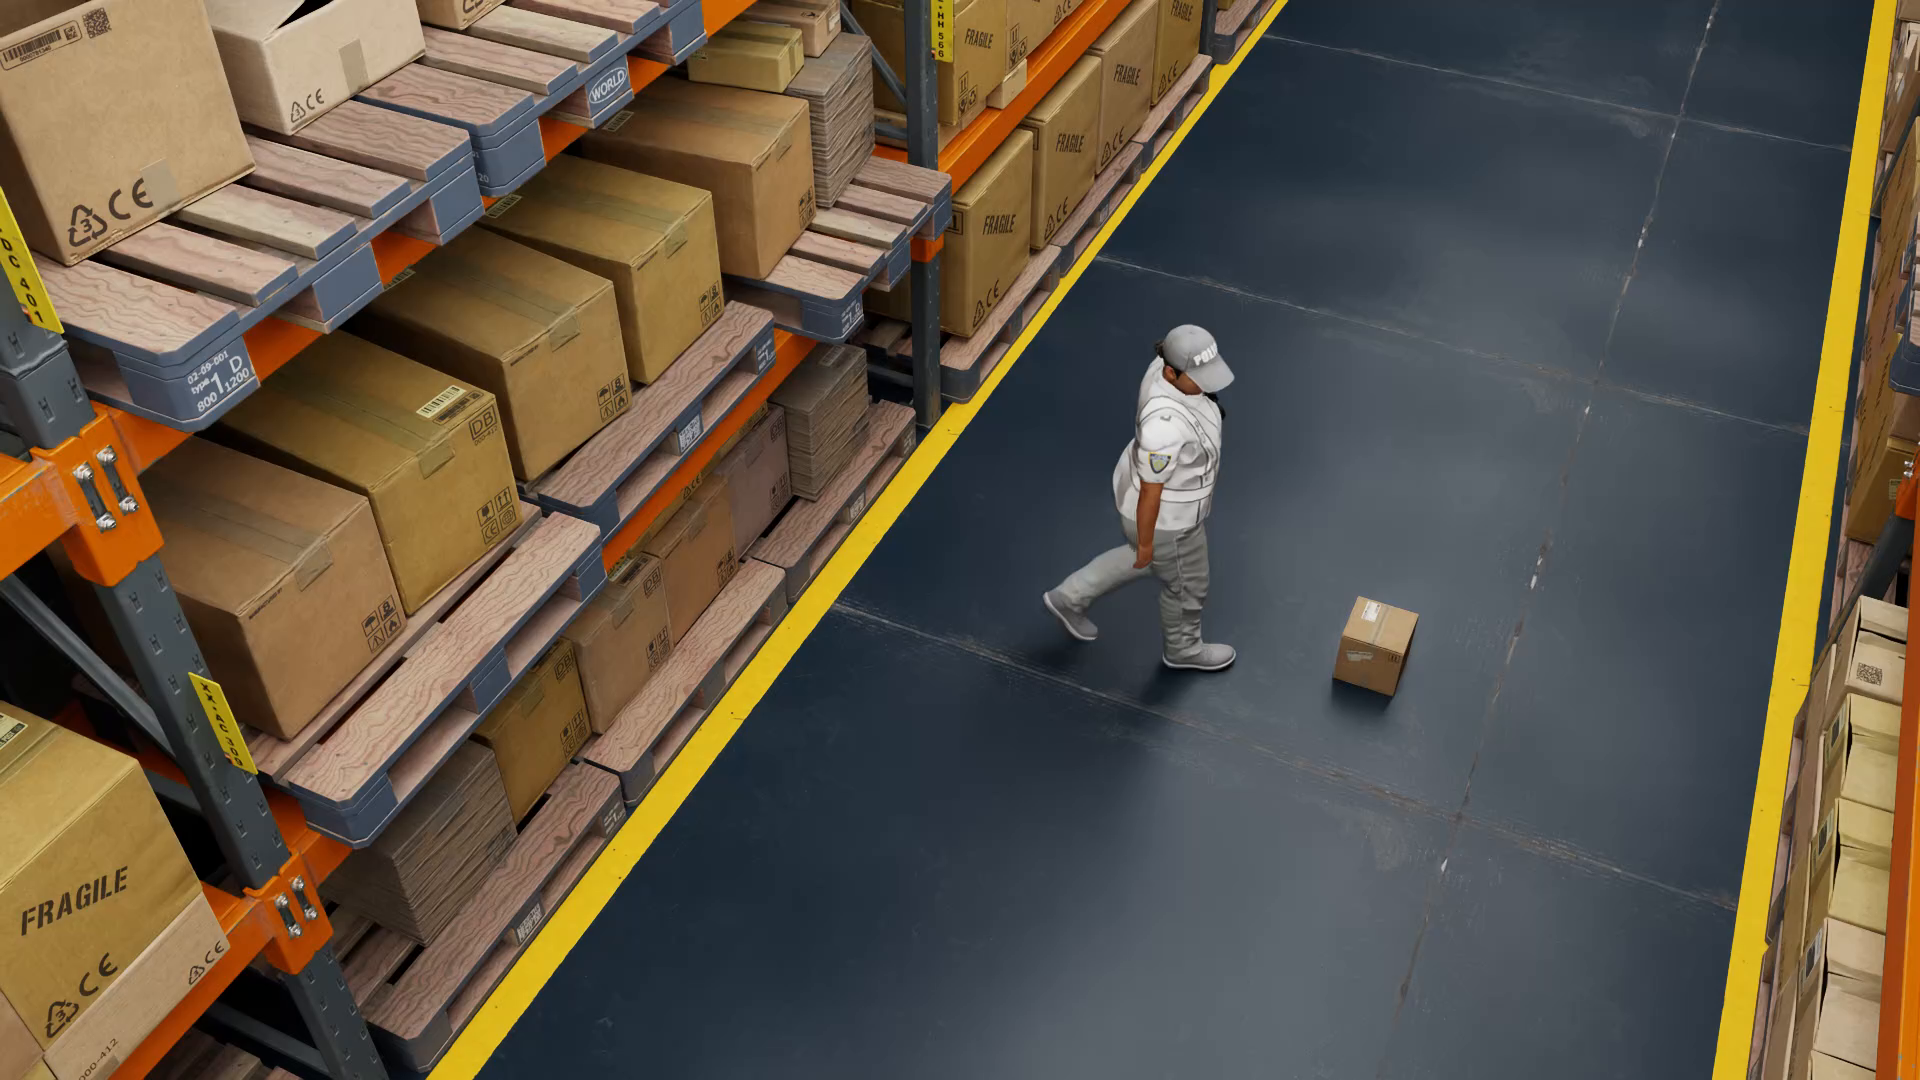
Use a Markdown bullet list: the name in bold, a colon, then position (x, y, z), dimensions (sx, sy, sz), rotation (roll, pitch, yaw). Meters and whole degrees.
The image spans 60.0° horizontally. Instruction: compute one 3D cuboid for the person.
- **person**: position (0.743, -0.153, 6.323), dimensions (0.775, 1.639, 0.503), rotation (0, 42, 0)
